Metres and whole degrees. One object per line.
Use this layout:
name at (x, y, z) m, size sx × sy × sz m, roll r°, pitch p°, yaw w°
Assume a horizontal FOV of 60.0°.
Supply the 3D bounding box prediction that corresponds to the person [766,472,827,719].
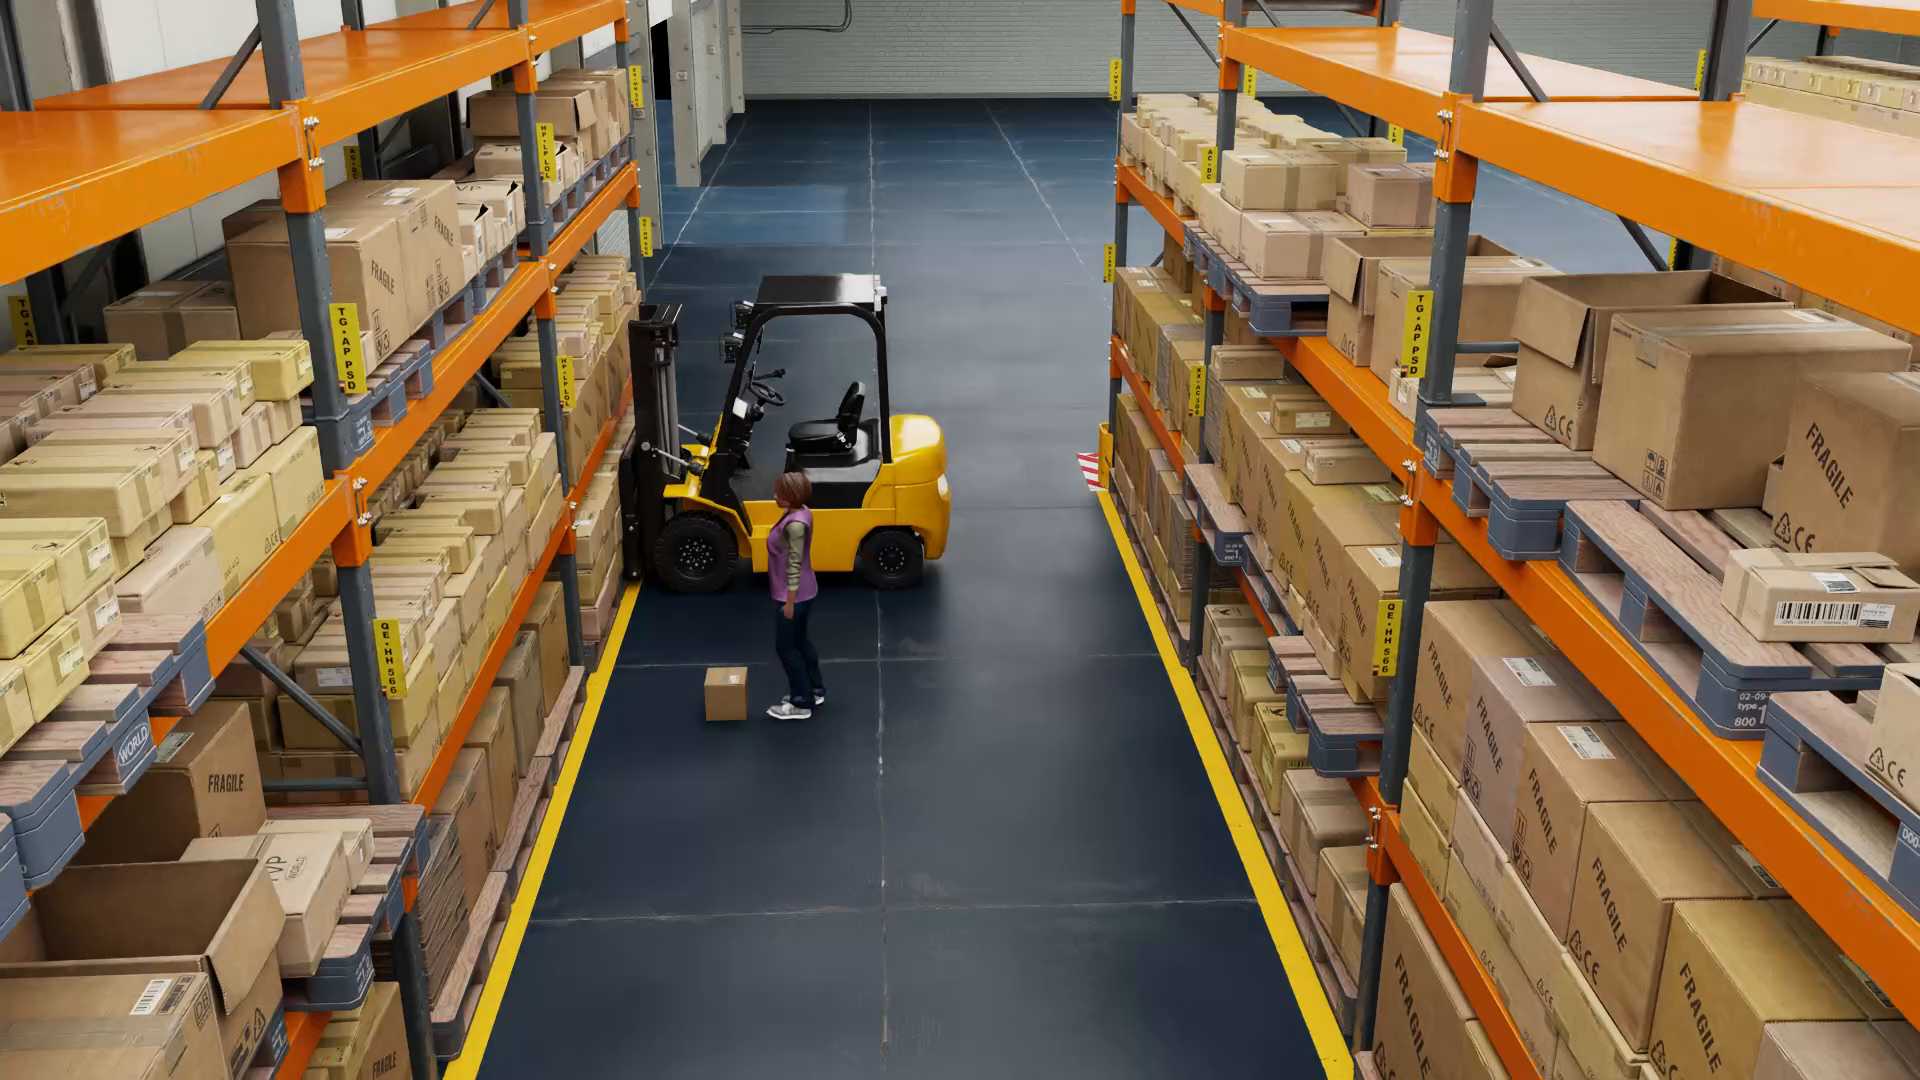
person at (-1.021, 0.342, 10.200) m, size 0.360 × 1.599 × 0.405 m, roll -1°, pitch 21°, yaw -2°
